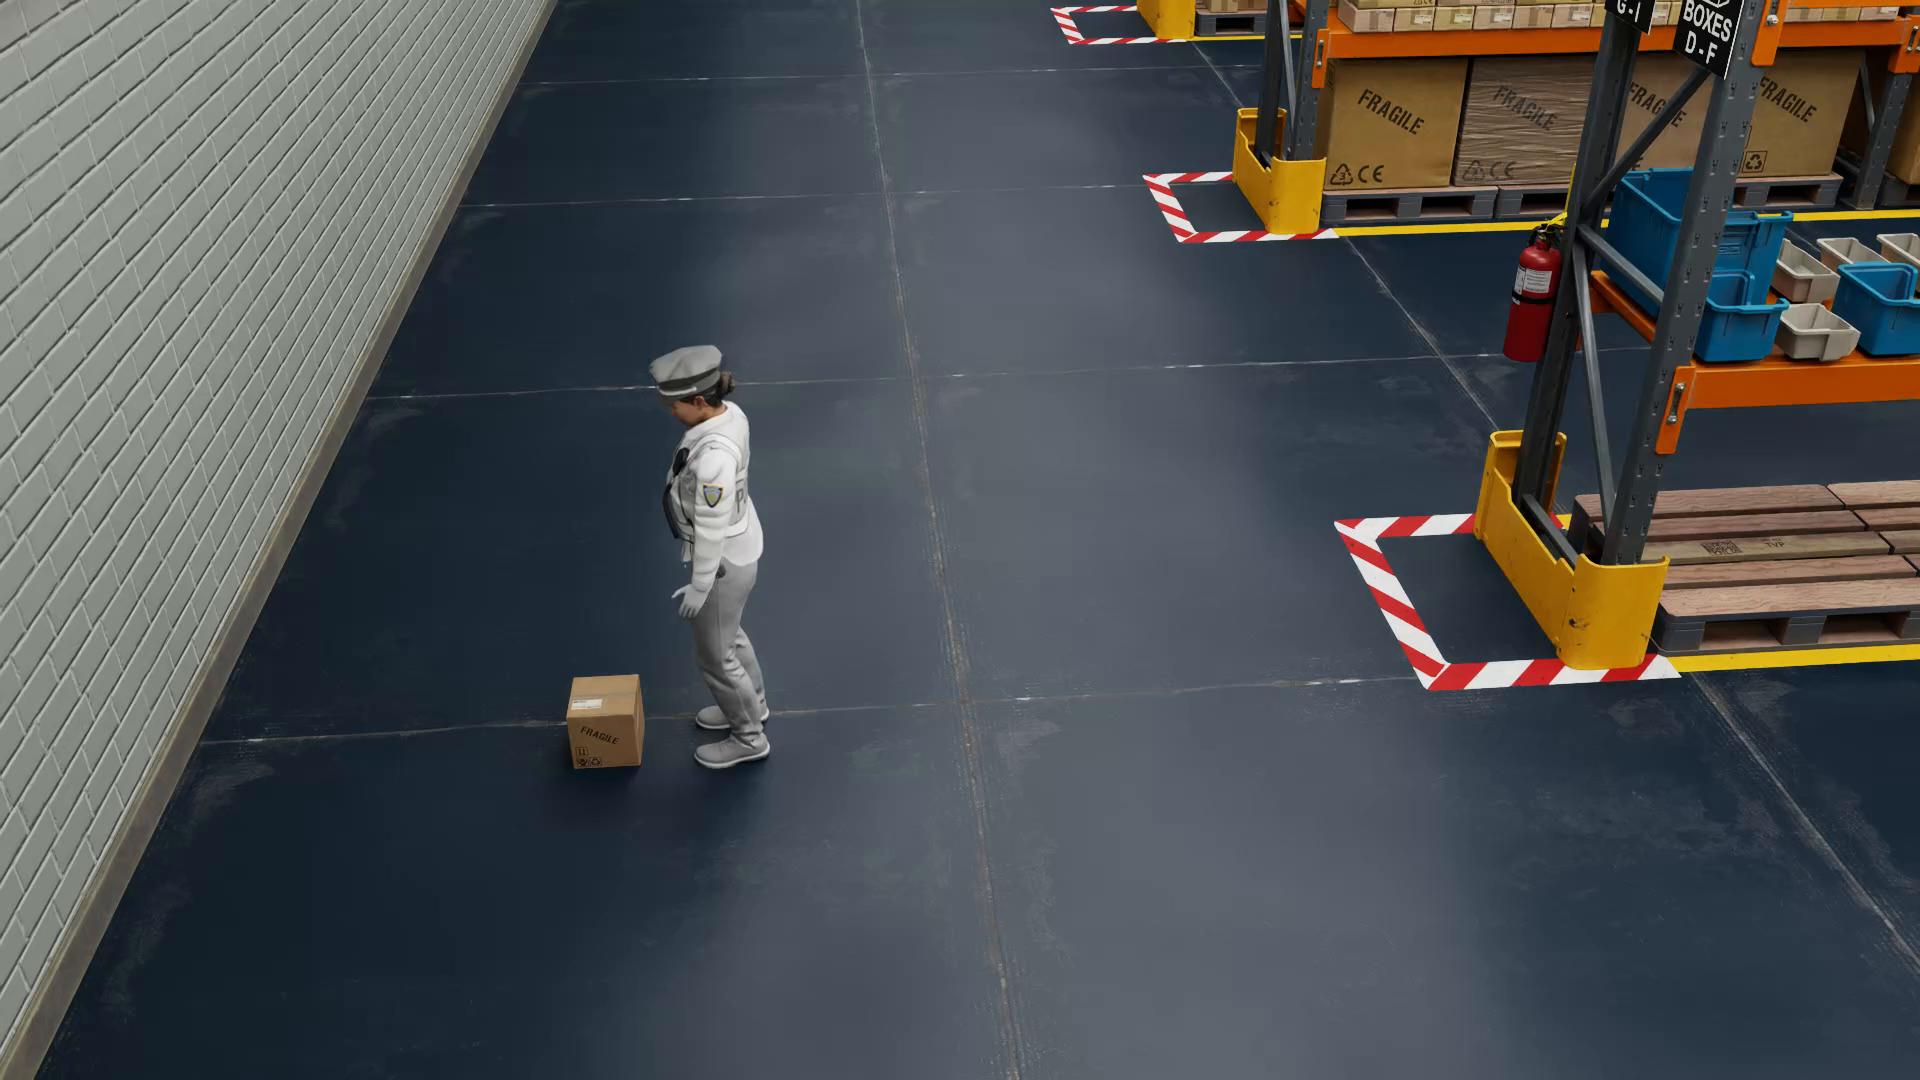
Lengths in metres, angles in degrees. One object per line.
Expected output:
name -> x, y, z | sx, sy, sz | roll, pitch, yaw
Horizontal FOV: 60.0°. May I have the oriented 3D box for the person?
person -> -0.877, 0.083, 6.010 | 0.338, 1.659, 0.476 | -2, 31, -4
